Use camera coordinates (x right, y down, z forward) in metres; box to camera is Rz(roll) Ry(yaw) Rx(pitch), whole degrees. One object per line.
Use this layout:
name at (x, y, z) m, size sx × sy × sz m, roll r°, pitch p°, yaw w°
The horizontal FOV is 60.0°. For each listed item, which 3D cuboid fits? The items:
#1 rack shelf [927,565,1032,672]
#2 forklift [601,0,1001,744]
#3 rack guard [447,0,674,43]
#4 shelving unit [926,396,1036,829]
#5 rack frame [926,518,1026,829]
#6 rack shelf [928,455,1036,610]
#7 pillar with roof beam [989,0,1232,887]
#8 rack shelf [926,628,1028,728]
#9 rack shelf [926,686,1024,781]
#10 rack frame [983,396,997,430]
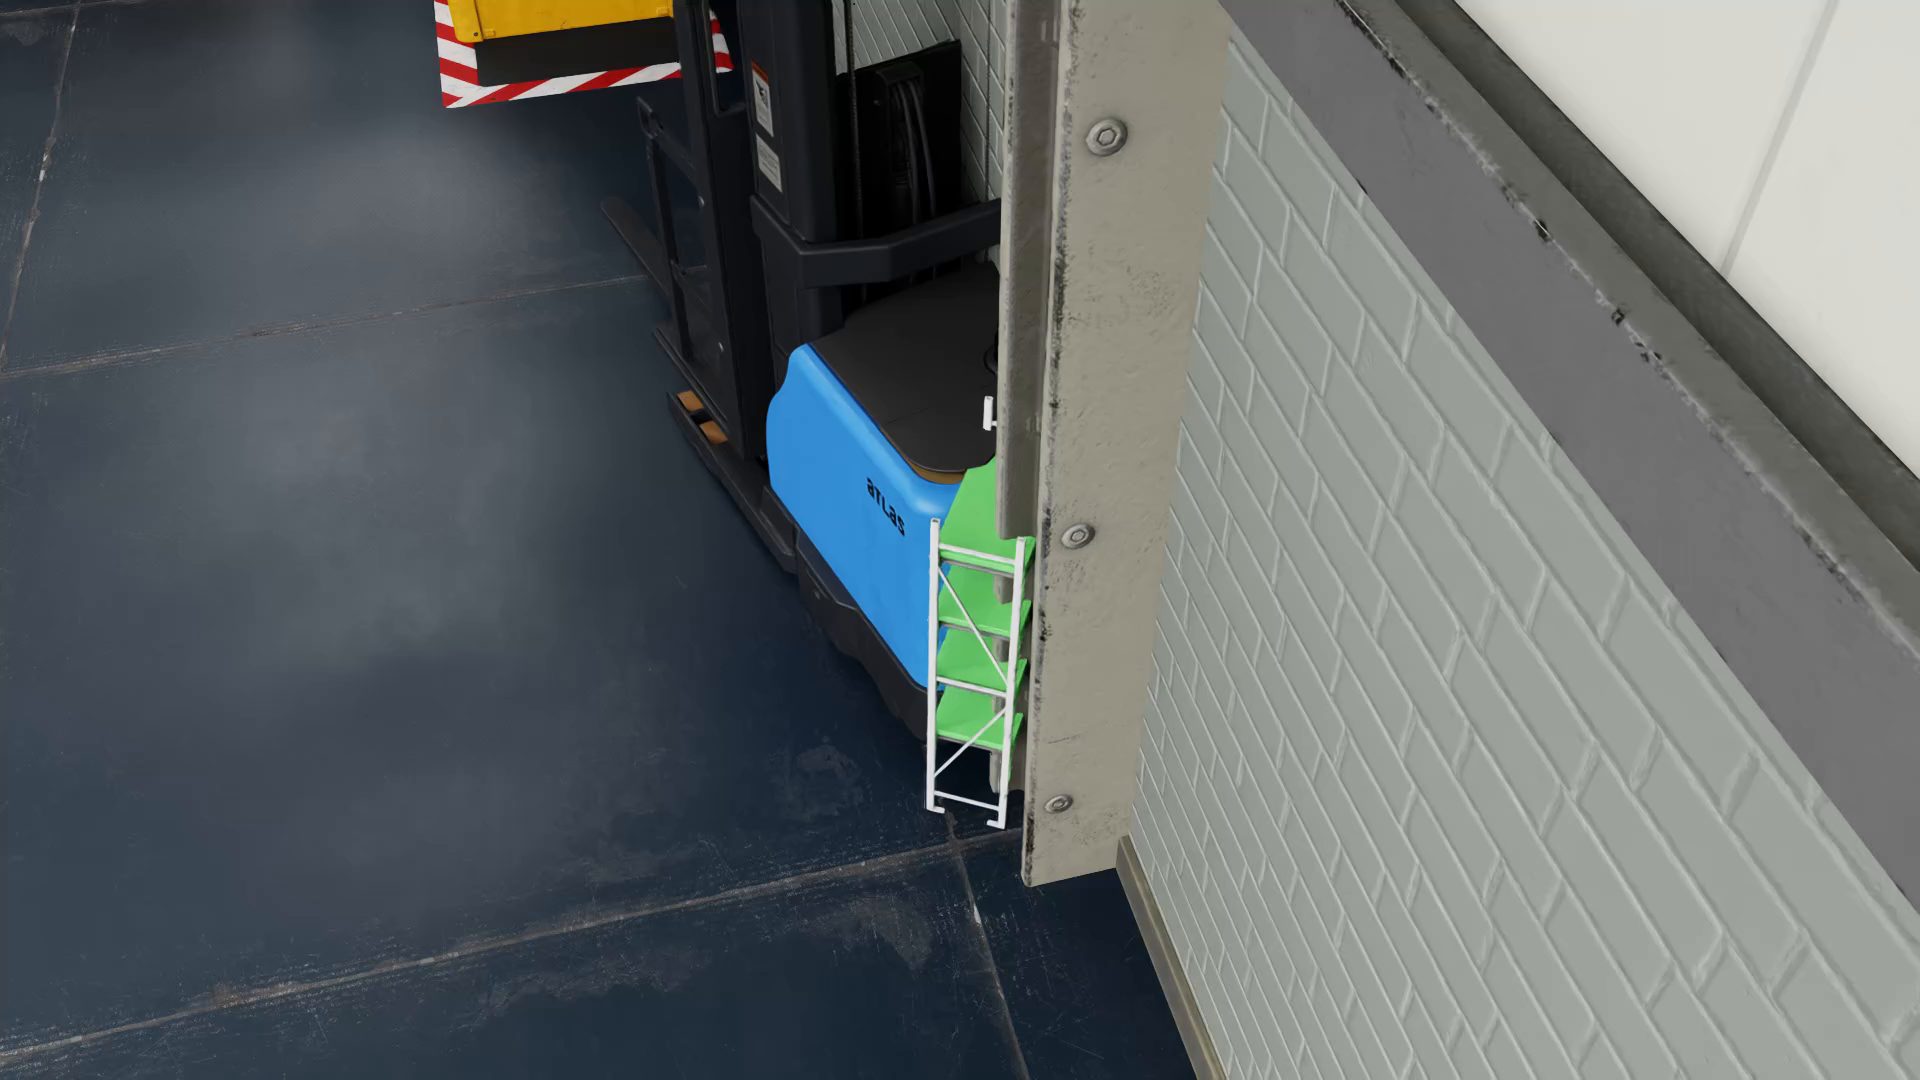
rack shelf at (0.104, 0.110, 4.545) m, size 0.258 × 0.148 × 0.480 m, roll 13°, pitch 46°, yaw 11°
forklift at (-0.414, -1.449, 5.118) m, size 1.130 × 2.935 × 3.031 m, roll -23°, pitch 50°, yaw -21°
rack guard at (-1.936, -2.823, 8.167) m, size 1.175 × 0.500 × 0.348 m, roll -11°, pitch 47°, yaw -10°
shelving unit at (0.100, 0.234, 4.670) m, size 0.258 × 1.200 × 0.503 m, roll 13°, pitch 46°, yaw 11°
rack frame at (0.031, 0.399, 4.504) m, size 0.240 × 1.200 × 0.015 m, roll 13°, pitch 46°, yaw 11°
rack shelf at (0.110, -0.060, 4.375) m, size 0.258 × 0.148 × 0.480 m, roll 13°, pitch 46°, yaw 11°
pillar with roof beam at (-3.875, -1.530, 0.949) m, size 9.100 × 9.000 × 0.400 m, roll -11°, pitch 47°, yaw -10°
rack shelf at (0.099, 0.279, 4.715) m, size 0.258 × 0.148 × 0.480 m, roll 13°, pitch 46°, yaw 11°
rack shelf at (0.093, 0.448, 4.885) m, size 0.258 × 0.148 × 0.480 m, roll 13°, pitch 46°, yaw 11°
rack frame at (0.169, 0.069, 4.836) m, size 0.240 × 1.200 × 0.015 m, roll 13°, pitch 46°, yaw 11°
